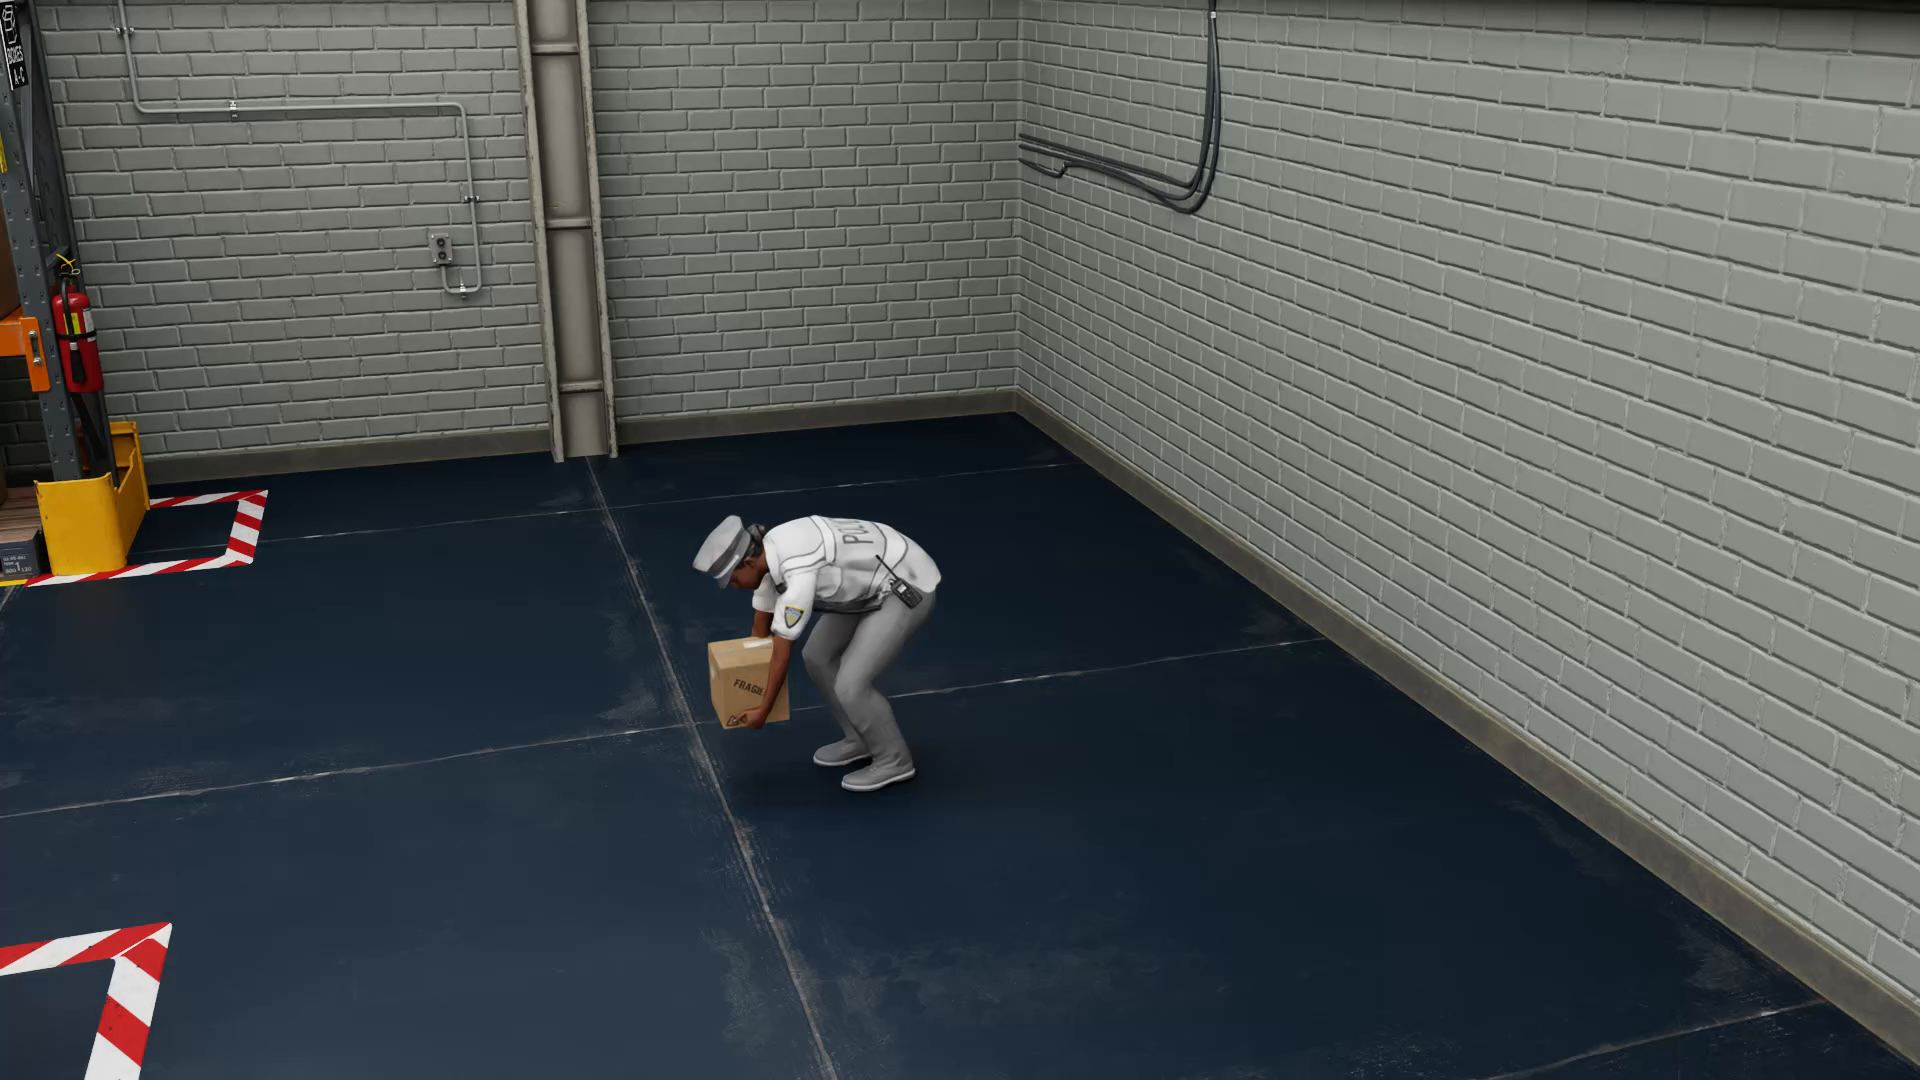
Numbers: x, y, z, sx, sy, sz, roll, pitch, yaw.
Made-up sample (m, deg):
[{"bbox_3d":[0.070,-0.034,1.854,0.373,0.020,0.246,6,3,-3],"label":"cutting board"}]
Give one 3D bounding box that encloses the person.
[{"bbox_3d":[-0.528,0.404,6.273,0.931,1.101,0.449,-7,21,-20],"label":"person"}]
